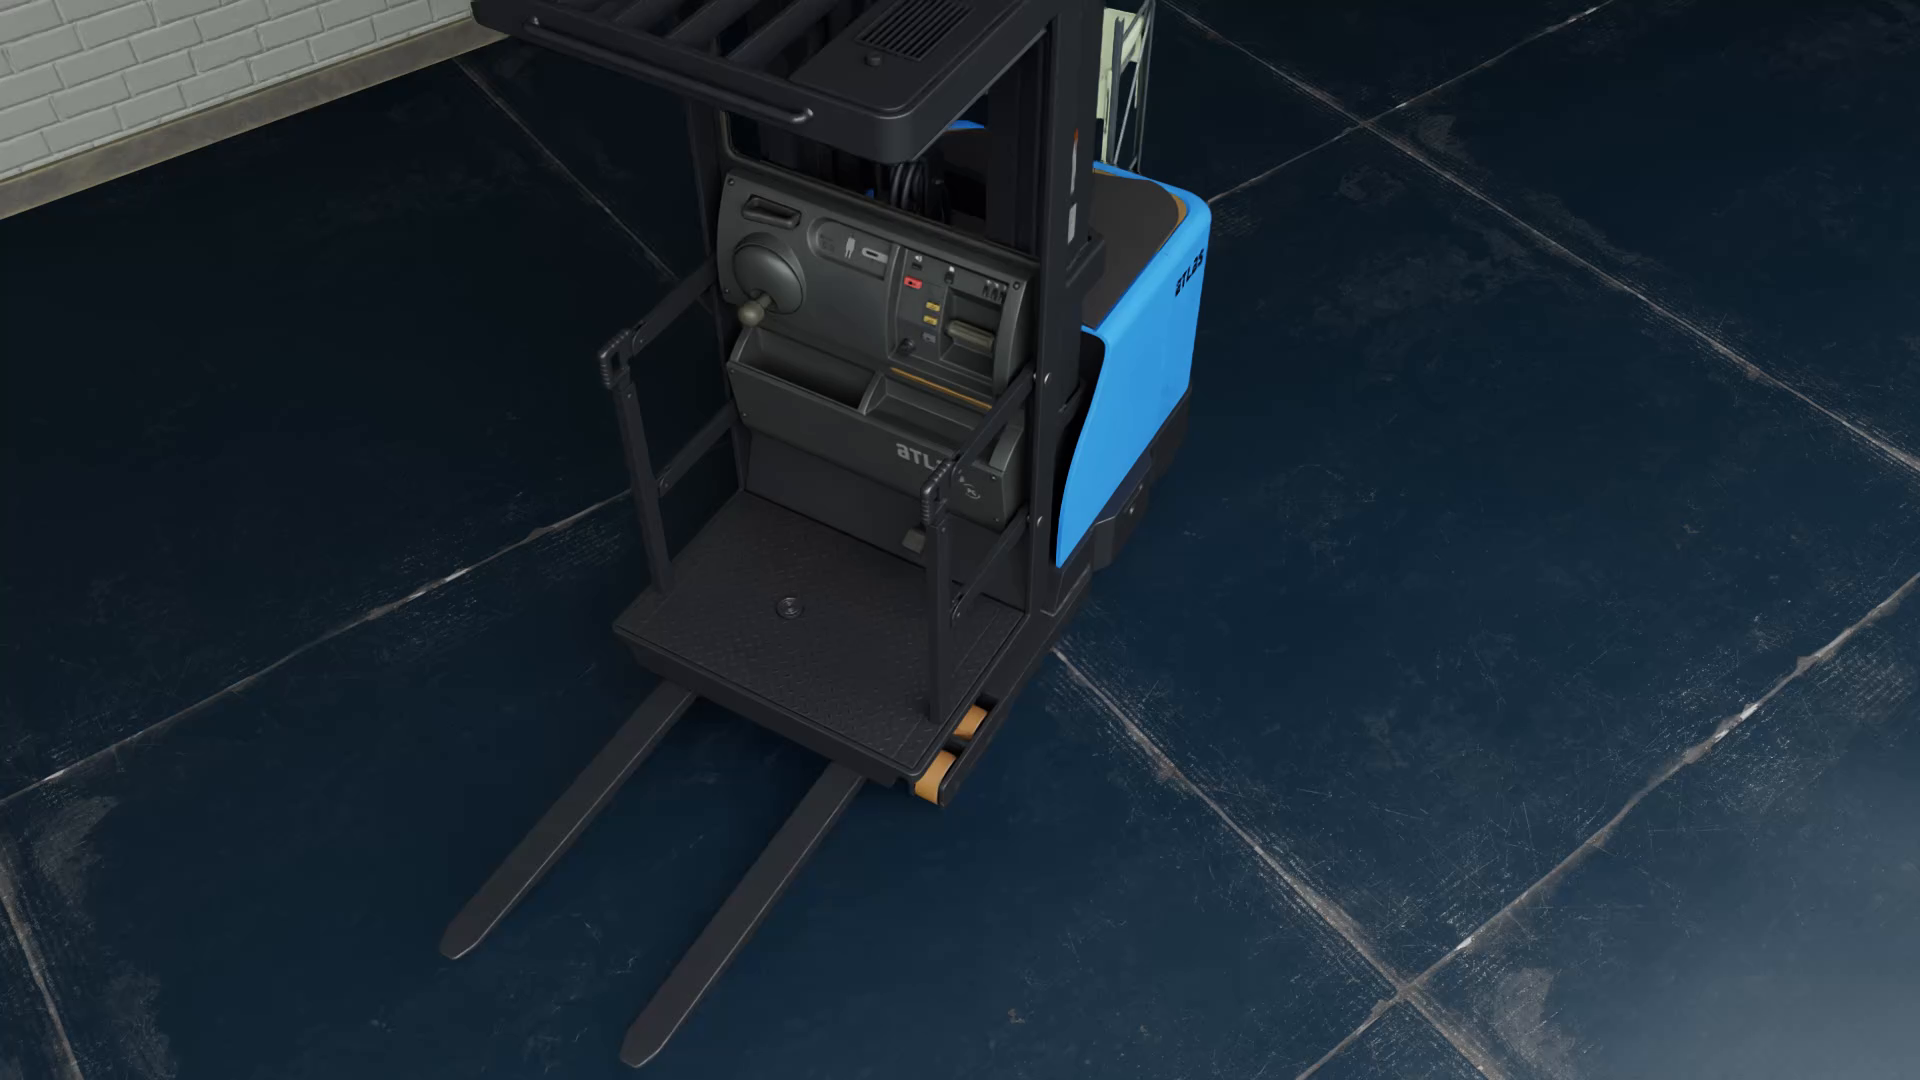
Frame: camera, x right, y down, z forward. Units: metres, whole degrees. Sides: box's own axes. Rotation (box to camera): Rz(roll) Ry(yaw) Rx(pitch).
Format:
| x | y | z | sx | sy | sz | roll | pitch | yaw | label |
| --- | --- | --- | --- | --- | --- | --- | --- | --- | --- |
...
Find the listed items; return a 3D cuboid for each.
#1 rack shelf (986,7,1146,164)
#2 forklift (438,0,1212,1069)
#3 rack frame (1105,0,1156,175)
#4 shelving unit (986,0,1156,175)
| x | y | z | sx | sy | sz | roll | pitch | yaw | label |
| --- | --- | --- | --- | --- | --- | --- | --- | --- | --- |
| 0.229 | -1.616 | 5.676 | 0.720 | 0.370 | 0.431 | 17 | 50 | 15 | rack shelf |
| -0.354 | -0.584 | 4.301 | 1.130 | 2.935 | 3.031 | 23 | 52 | 20 | forklift |
| 0.568 | -1.252 | 5.873 | 0.023 | 1.500 | 0.400 | 17 | 50 | 15 | rack frame |
| 0.229 | -1.354 | 5.965 | 0.755 | 1.500 | 0.431 | 17 | 50 | 15 | shelving unit |
